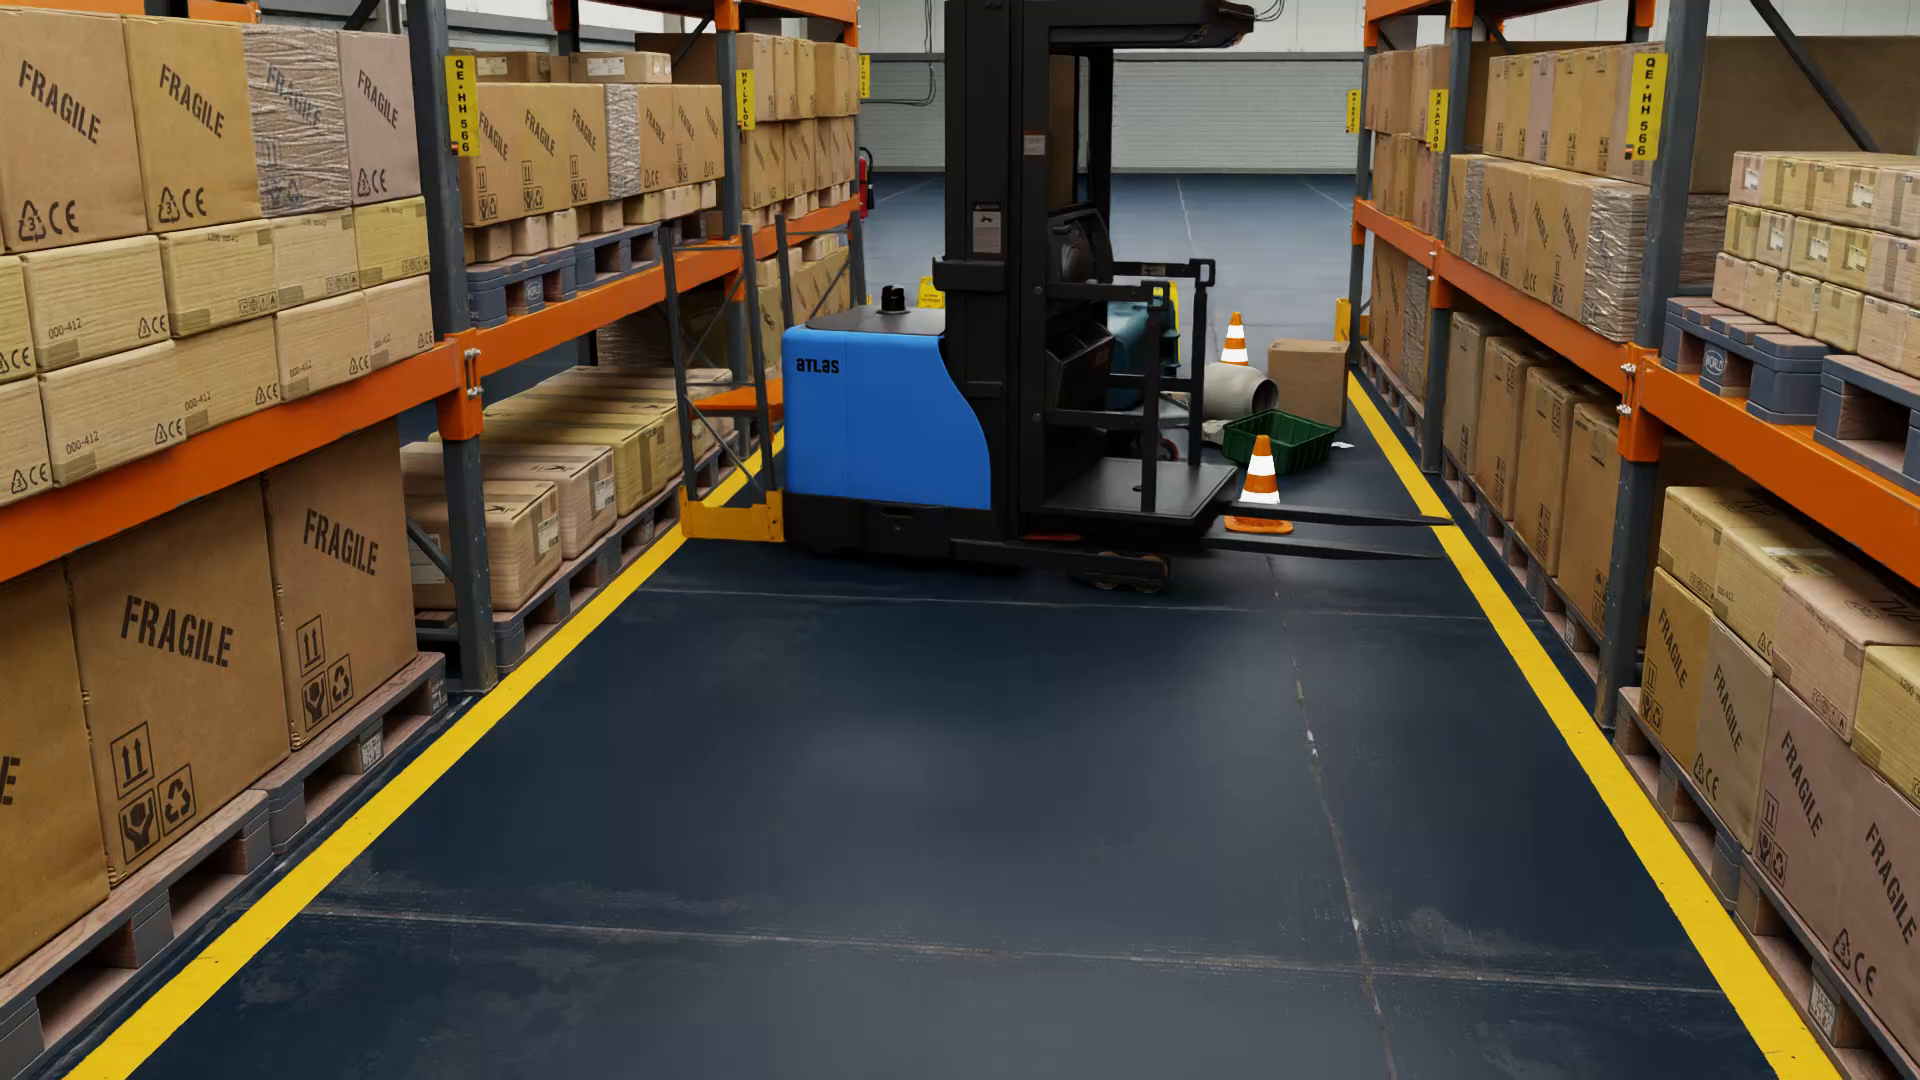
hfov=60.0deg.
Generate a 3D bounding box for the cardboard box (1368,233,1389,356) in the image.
[{"bbox_3d":[3.605,-1.863,12.573,0.875,0.875,0.875,2,15,7],"label":"cardboard box"}]

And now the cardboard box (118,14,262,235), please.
[{"bbox_3d":[-2.127,-1.036,4.140,0.500,0.500,0.500,2,15,6],"label":"cardboard box"}]

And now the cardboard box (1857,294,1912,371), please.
[{"bbox_3d":[2.346,-0.482,3.874,0.380,0.149,0.250,2,15,8],"label":"cardboard box"}]

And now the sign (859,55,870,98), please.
[{"bbox_3d":[-0.764,-3.674,13.178,0.100,0.325,0.005,2,15,6],"label":"sign"}]

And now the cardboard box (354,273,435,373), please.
[{"bbox_3d":[-2.015,-0.698,5.283,0.500,0.250,0.500,1,15,4],"label":"cardboard box"}]

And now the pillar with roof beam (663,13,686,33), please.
[{"bbox_3d":[-0.911,-10.413,29.430,9.100,9.000,0.400,2,15,6],"label":"pillar with roof beam"}]

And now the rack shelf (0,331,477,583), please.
[{"bbox_3d":[-2.442,-0.043,3.952,1.077,0.370,4.000,2,15,6],"label":"rack shelf"}]

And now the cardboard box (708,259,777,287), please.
[{"bbox_3d":[-1.356,-1.673,10.385,0.380,0.149,0.250,2,15,7],"label":"cardboard box"}]

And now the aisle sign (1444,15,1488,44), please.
[{"bbox_3d":[3.922,-4.129,12.704,0.394,0.787,0.004,2,15,6],"label":"aisle sign"}]

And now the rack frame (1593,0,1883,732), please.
[{"bbox_3d":[2.714,-0.789,5.334,1.000,3.000,0.127,2,15,6],"label":"rack frame"}]

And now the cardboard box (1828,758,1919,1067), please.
[{"bbox_3d":[2.216,0.787,3.490,0.500,0.500,0.500,1,15,5],"label":"cardboard box"}]

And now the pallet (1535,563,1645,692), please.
[{"bbox_3d":[2.877,0.355,6.446,1.003,0.211,1.213,2,15,6],"label":"pallet"}]

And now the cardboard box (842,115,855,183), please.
[{"bbox_3d":[-1.101,-3.027,12.848,0.500,0.500,0.500,1,15,5],"label":"cardboard box"}]

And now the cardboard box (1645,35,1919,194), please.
[{"bbox_3d":[2.774,-1.436,5.620,0.700,0.500,0.500,2,15,6],"label":"cardboard box"}]

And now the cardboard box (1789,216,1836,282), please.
[{"bbox_3d":[2.404,-0.755,4.315,0.380,0.149,0.250,1,15,5],"label":"cardboard box"}]

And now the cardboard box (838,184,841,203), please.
[{"bbox_3d":[-1.112,-2.624,12.602,0.380,0.149,0.250,1,15,5],"label":"cardboard box"}]

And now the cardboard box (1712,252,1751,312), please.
[{"bbox_3d":[2.463,-0.761,4.905,0.380,0.149,0.250,1,15,5],"label":"cardboard box"}]

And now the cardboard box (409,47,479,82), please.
[{"bbox_3d":[-2.312,-2.049,7.185,0.380,0.149,0.250,1,15,4],"label":"cardboard box"}]

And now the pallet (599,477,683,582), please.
[{"bbox_3d":[-1.986,-0.081,8.057,1.003,0.211,1.213,2,15,6],"label":"pallet"}]

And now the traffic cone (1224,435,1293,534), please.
[{"bbox_3d":[1.513,-0.299,8.380,0.336,0.463,0.334,2,15,6],"label":"traffic cone"}]

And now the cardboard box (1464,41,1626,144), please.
[{"bbox_3d":[3.241,-2.515,9.361,0.875,0.550,0.550,2,15,6],"label":"cardboard box"}]

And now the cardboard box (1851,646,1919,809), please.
[{"bbox_3d":[2.212,0.419,3.413,0.500,0.250,0.500,1,15,4],"label":"cardboard box"}]

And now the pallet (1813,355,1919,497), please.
[{"bbox_3d":[2.531,-0.182,3.456,1.003,0.211,1.213,2,15,6],"label":"pallet"}]

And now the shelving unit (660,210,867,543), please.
[{"bbox_3d":[-0.925,-0.855,8.378,0.587,1.500,1.083,3,15,26],"label":"shelving unit"}]

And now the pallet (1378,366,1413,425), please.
[{"bbox_3d":[3.464,-0.993,11.429,1.003,0.211,1.213,2,15,6],"label":"pallet"}]

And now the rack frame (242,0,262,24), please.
[{"bbox_3d":[-6.246,-3.129,13.987,1.000,3.000,0.127,2,15,6],"label":"rack frame"}]

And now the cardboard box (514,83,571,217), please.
[{"bbox_3d":[-1.884,-1.549,6.577,0.500,0.500,0.500,2,15,9],"label":"cardboard box"}]

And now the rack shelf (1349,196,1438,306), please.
[{"bbox_3d":[3.391,-1.998,11.183,1.077,0.370,4.000,2,15,6],"label":"rack shelf"}]

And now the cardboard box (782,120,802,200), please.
[{"bbox_3d":[-1.335,-2.505,10.917,0.500,0.500,0.500,2,15,6],"label":"cardboard box"}]

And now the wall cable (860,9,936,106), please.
[{"bbox_3d":[-2.188,-12.878,44.496,3.097,2.526,0.112,2,15,6],"label":"wall cable"}]

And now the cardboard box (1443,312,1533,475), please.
[{"bbox_3d":[3.184,-0.780,8.805,1.050,0.750,0.750,2,15,6],"label":"cardboard box"}]

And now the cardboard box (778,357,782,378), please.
[{"bbox_3d":[-1.381,-1.106,10.967,0.500,0.250,0.500,3,15,9],"label":"cardboard box"}]

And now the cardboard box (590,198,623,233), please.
[{"bbox_3d":[-1.764,-1.487,7.591,0.380,0.149,0.250,2,15,8],"label":"cardboard box"}]

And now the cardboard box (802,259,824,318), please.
[{"bbox_3d":[-1.264,-1.740,11.875,0.500,0.500,0.500,1,15,5],"label":"cardboard box"}]

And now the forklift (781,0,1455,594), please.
[{"bbox_3d":[0.734,-1.336,7.489,3.031,2.935,1.130,5,16,19],"label":"forklift"}]

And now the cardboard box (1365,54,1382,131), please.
[{"bbox_3d":[3.536,-3.363,12.496,0.875,0.550,0.550,2,15,6],"label":"cardboard box"}]

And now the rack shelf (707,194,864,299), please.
[{"bbox_3d":[-1.539,-2.118,11.626,1.077,0.370,4.000,2,15,6],"label":"rack shelf"}]

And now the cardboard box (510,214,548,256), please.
[{"bbox_3d":[-1.853,-1.211,6.571,0.380,0.149,0.250,1,15,3],"label":"cardboard box"}]

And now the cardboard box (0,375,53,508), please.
[{"bbox_3d":[-2.225,-0.172,3.339,0.500,0.250,0.500,2,15,6],"label":"cardboard box"}]

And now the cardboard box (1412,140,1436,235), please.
[{"bbox_3d":[3.234,-2.138,10.037,0.875,0.550,0.550,2,15,6],"label":"cardboard box"}]

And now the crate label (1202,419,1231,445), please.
[{"bbox_3d":[1.648,-0.665,10.361,0.298,0.136,0.250,-10,18,-32],"label":"crate label"}]

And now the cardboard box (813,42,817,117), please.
[{"bbox_3d":[-1.368,-3.128,11.306,0.700,0.500,0.500,2,15,6],"label":"cardboard box"}]

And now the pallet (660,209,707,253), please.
[{"bbox_3d":[-1.996,-1.660,8.921,1.003,0.211,1.213,2,15,6],"label":"pallet"}]

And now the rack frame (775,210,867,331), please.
[{"bbox_3d":[-0.698,-0.976,8.827,0.500,1.500,0.032,3,15,26],"label":"rack frame"}]

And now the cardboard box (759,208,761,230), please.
[{"bbox_3d":[-1.434,-1.964,10.161,0.380,0.149,0.250,2,15,8],"label":"cardboard box"}]

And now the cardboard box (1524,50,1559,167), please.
[{"bbox_3d":[3.001,-1.964,7.572,0.700,0.500,0.500,2,15,7],"label":"cardboard box"}]

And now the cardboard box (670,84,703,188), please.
[{"bbox_3d":[-1.644,-2.086,8.563,0.500,0.500,0.500,2,15,7],"label":"cardboard box"}]

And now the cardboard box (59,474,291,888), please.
[{"bbox_3d":[-2.481,0.322,4.491,0.875,0.875,0.875,2,15,7],"label":"cardboard box"}]

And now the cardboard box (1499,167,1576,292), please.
[{"bbox_3d":[2.665,-1.354,7.232,0.500,0.500,0.500,2,15,7],"label":"cardboard box"}]

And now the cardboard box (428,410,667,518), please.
[{"bbox_3d":[-1.976,-0.377,8.041,0.950,0.372,0.625,2,15,8],"label":"cardboard box"}]

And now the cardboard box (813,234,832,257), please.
[{"bbox_3d":[-1.151,-2.156,12.175,0.380,0.149,0.250,2,15,7],"label":"cardboard box"}]

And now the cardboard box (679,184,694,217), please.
[{"bbox_3d":[-1.589,-1.750,8.565,0.380,0.149,0.250,1,15,5],"label":"cardboard box"}]

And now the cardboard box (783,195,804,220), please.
[{"bbox_3d":[-1.257,-2.229,11.139,0.380,0.149,0.250,2,15,7],"label":"cardboard box"}]

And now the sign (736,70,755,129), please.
[{"bbox_3d":[-1.213,-2.490,9.405,0.100,0.325,0.005,2,15,6],"label":"sign"}]

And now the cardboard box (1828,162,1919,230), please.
[{"bbox_3d":[2.379,-0.842,4.066,0.380,0.149,0.250,1,15,4],"label":"cardboard box"}]

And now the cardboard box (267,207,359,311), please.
[{"bbox_3d":[-2.073,-0.812,4.747,0.500,0.250,0.500,1,15,5],"label":"cardboard box"}]
